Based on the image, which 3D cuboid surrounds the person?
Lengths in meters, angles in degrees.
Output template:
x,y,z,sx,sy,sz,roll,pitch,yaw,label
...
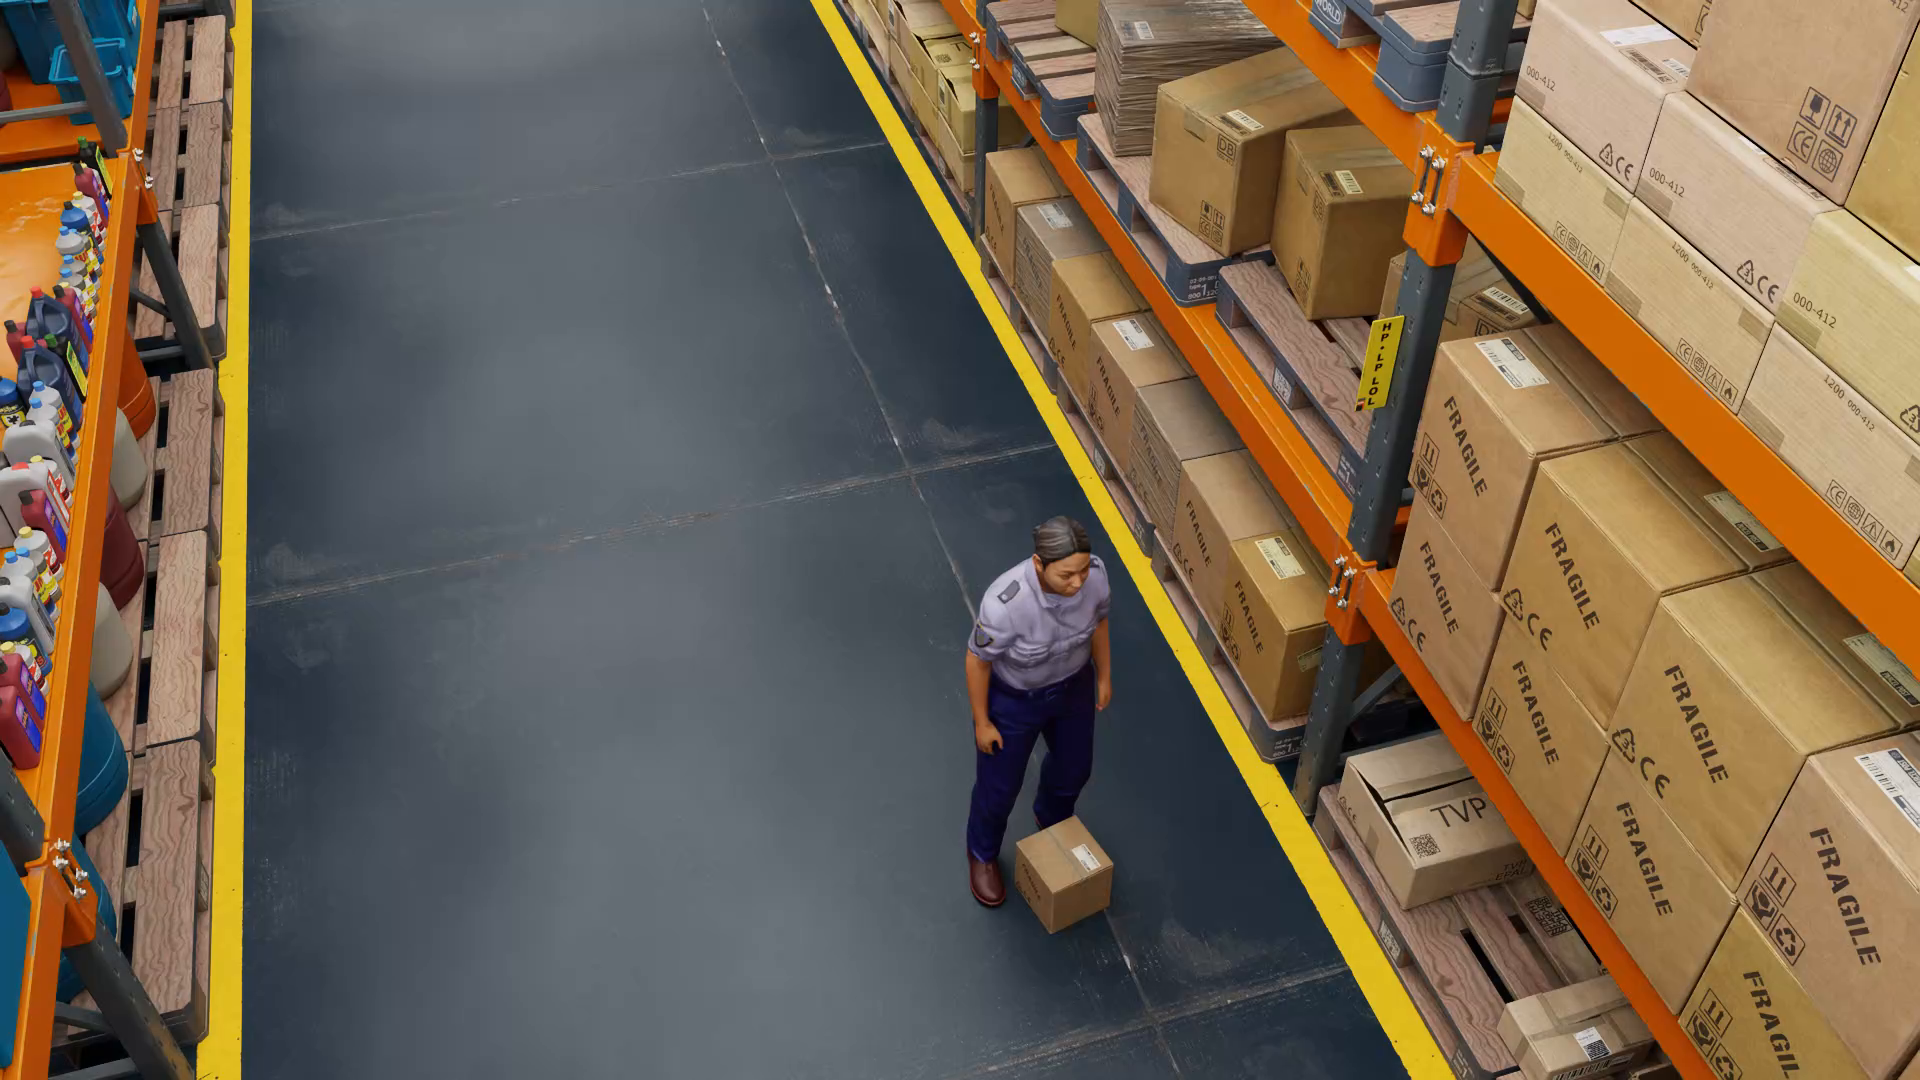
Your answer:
x,y,z,sx,sy,sz,roll,pitch,yaw,label
0.254,0.529,5.588,0.560,1.652,0.363,-19,46,-20,person
